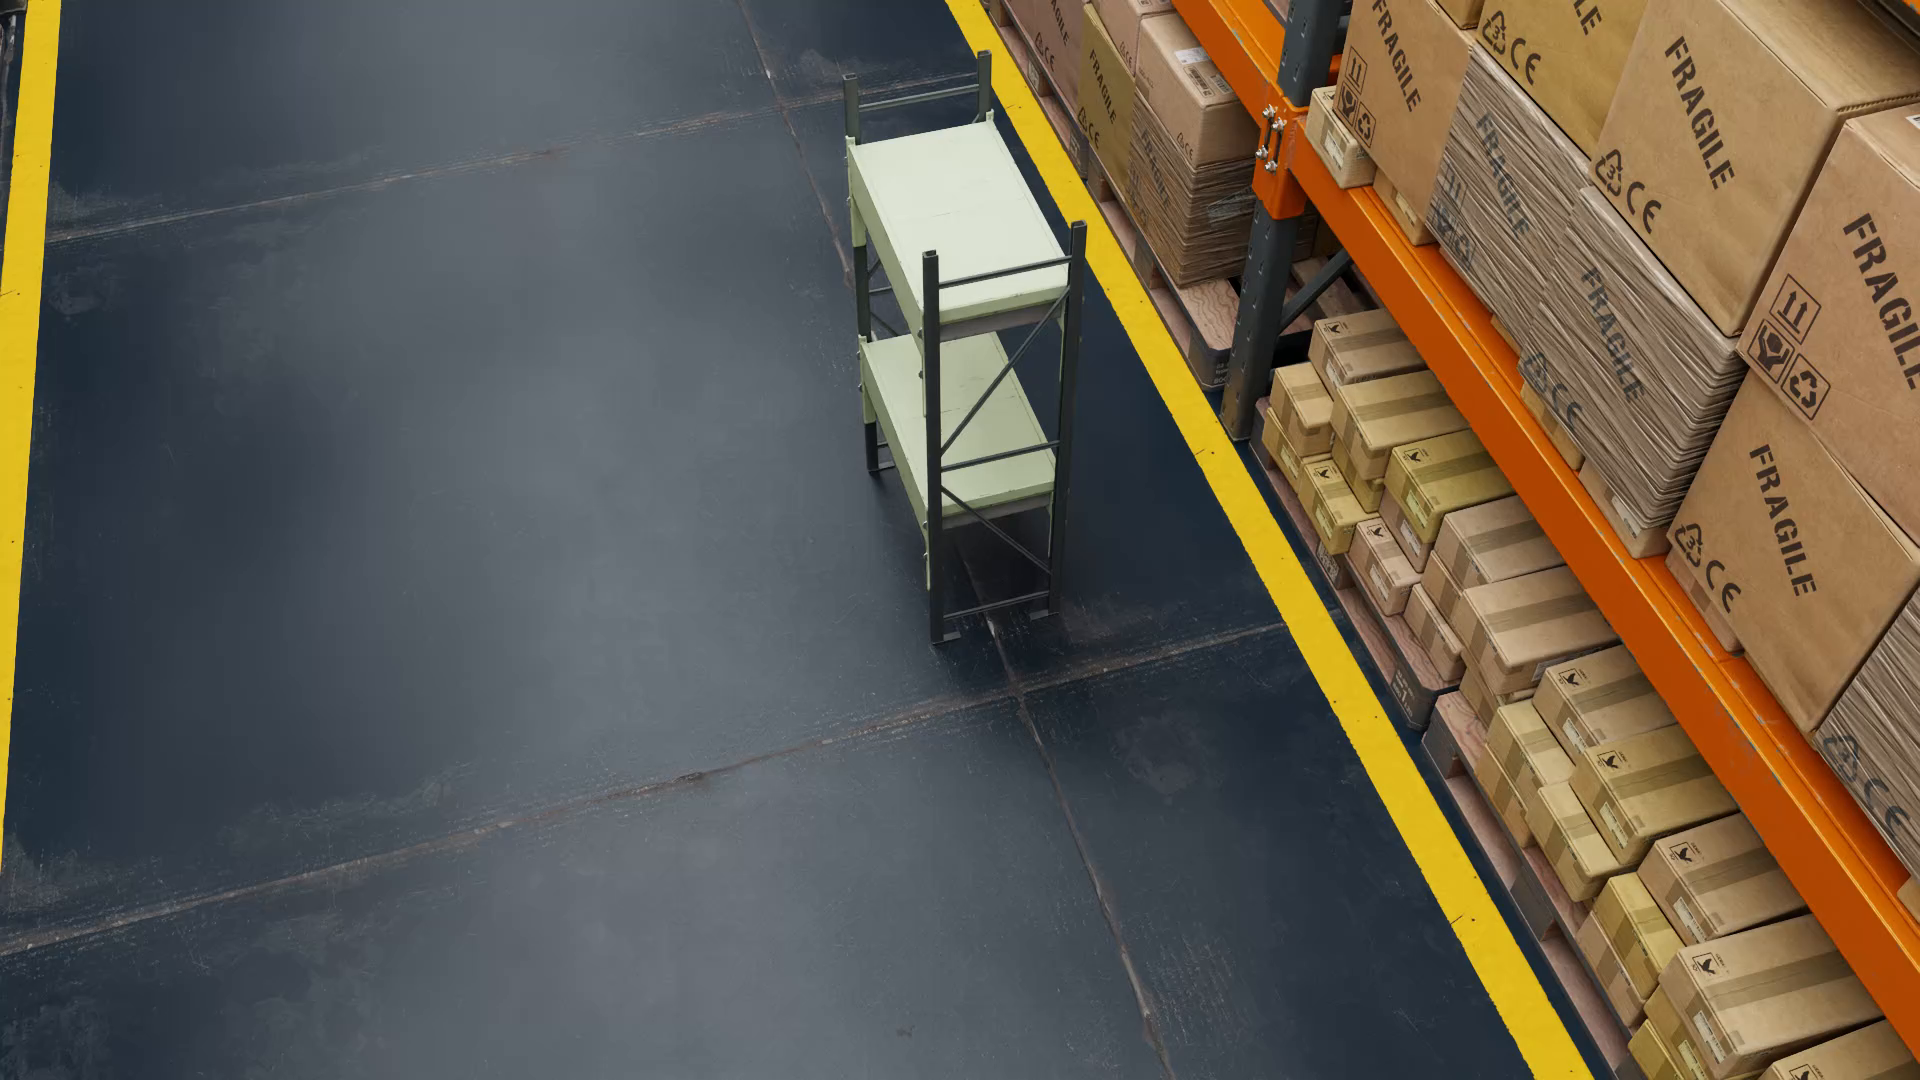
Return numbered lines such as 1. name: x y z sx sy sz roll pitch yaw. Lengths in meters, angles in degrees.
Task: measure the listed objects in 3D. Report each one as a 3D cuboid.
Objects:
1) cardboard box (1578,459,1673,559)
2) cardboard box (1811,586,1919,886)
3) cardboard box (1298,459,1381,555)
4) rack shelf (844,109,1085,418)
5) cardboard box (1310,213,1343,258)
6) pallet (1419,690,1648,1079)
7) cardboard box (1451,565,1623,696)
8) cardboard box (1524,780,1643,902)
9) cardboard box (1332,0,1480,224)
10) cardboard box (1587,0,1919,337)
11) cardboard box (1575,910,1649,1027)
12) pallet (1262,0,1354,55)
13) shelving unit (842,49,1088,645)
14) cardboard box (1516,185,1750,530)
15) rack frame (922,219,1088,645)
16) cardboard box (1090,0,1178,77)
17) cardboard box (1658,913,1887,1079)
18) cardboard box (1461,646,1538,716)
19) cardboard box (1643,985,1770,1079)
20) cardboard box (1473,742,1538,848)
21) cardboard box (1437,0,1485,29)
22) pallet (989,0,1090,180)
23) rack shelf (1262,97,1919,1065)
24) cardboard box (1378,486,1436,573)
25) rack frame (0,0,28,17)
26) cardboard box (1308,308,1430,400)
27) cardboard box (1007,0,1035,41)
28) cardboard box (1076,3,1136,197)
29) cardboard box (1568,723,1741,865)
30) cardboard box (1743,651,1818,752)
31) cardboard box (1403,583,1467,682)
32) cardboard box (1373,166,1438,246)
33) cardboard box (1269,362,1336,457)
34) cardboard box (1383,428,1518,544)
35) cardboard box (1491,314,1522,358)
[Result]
1. cardboard box: 1.573 -0.131 3.563 0.380 0.149 0.250 -11 51 -9
2. cardboard box: 1.863 0.334 2.746 0.500 0.500 0.500 -13 51 -11
3. cardboard box: 1.245 -0.127 4.985 0.380 0.149 0.250 -12 51 -10
4. rack shelf: -0.002 -0.740 4.382 0.431 0.370 0.720 -13 51 -11
5. cardboard box: 1.401 -1.373 5.806 0.500 0.500 0.500 -12 51 -10
6. pallet: 1.963 0.830 4.412 1.003 0.211 1.213 -13 51 -11
7. cardboard box: 1.513 0.224 4.300 0.380 0.149 0.250 -12 51 -10
8. cardboard box: 1.633 0.704 4.090 0.380 0.149 0.250 -13 51 -11
9. cardboard box: 1.271 -1.153 4.000 0.500 0.500 0.500 -14 51 -12
10. cardboard box: 1.554 -0.759 3.014 0.500 0.500 0.500 -13 51 -10
11. cardboard box: 1.743 0.993 4.041 0.380 0.149 0.250 -12 51 -10
12. pallet: 1.279 -1.973 5.077 1.003 0.211 1.213 -13 51 -11
13. shelving unit: -0.002 -0.488 4.681 0.431 1.500 0.755 -13 51 -11
14. cardboard box: 1.539 -0.417 3.380 0.500 0.500 0.500 -14 51 -12
15. rack frame: 0.106 -0.221 4.455 0.400 1.500 0.023 -13 51 -11
16. cardboard box: 0.765 -1.880 5.743 0.500 0.250 0.500 -11 51 -9
17. cardboard box: 1.784 0.996 3.649 0.380 0.149 0.250 -12 51 -10
18. cardboard box: 1.570 0.319 4.414 0.380 0.149 0.250 -11 51 -9
19. cardboard box: 1.799 1.090 3.765 0.380 0.149 0.250 -13 51 -10
20. cardboard box: 1.589 0.617 4.358 0.380 0.149 0.250 -15 51 -12
21. cardboard box: 1.266 -1.509 3.647 0.500 0.500 0.500 -12 51 -10
22. pallet: 0.770 -2.006 6.803 1.003 0.211 1.213 -13 51 -11
23. rack shelf: 1.957 0.249 3.549 1.077 0.370 4.000 -13 51 -11
24. cardboard box: 1.434 -0.085 4.755 0.380 0.149 0.250 -14 51 -11
25. rack frame: -4.516 -3.172 5.962 1.000 3.000 0.127 -13 51 -11
26. cardboard box: 1.270 -0.553 4.956 0.380 0.149 0.250 -11 51 -9
27. cardboard box: 0.457 -2.380 6.655 0.500 0.500 0.500 -14 51 -12
28. cardboard box: 0.755 -1.632 6.024 0.500 0.500 0.500 -14 51 -12
29. cardboard box: 1.707 0.594 3.988 0.380 0.149 0.250 -13 51 -11
30. cardboard box: 1.791 0.234 3.255 0.380 0.149 0.250 -13 51 -10
31. cardboard box: 1.491 0.217 4.695 0.380 0.149 0.250 -14 51 -12
32. cardboard box: 1.284 -0.910 4.220 0.380 0.149 0.250 -12 51 -10
33. cardboard box: 1.167 -0.419 5.037 0.380 0.149 0.250 -11 51 -9
34. cardboard box: 1.416 -0.165 4.628 0.380 0.149 0.250 -14 51 -11
35. cardboard box: 1.488 -0.527 3.897 0.380 0.149 0.250 -15 52 -13
